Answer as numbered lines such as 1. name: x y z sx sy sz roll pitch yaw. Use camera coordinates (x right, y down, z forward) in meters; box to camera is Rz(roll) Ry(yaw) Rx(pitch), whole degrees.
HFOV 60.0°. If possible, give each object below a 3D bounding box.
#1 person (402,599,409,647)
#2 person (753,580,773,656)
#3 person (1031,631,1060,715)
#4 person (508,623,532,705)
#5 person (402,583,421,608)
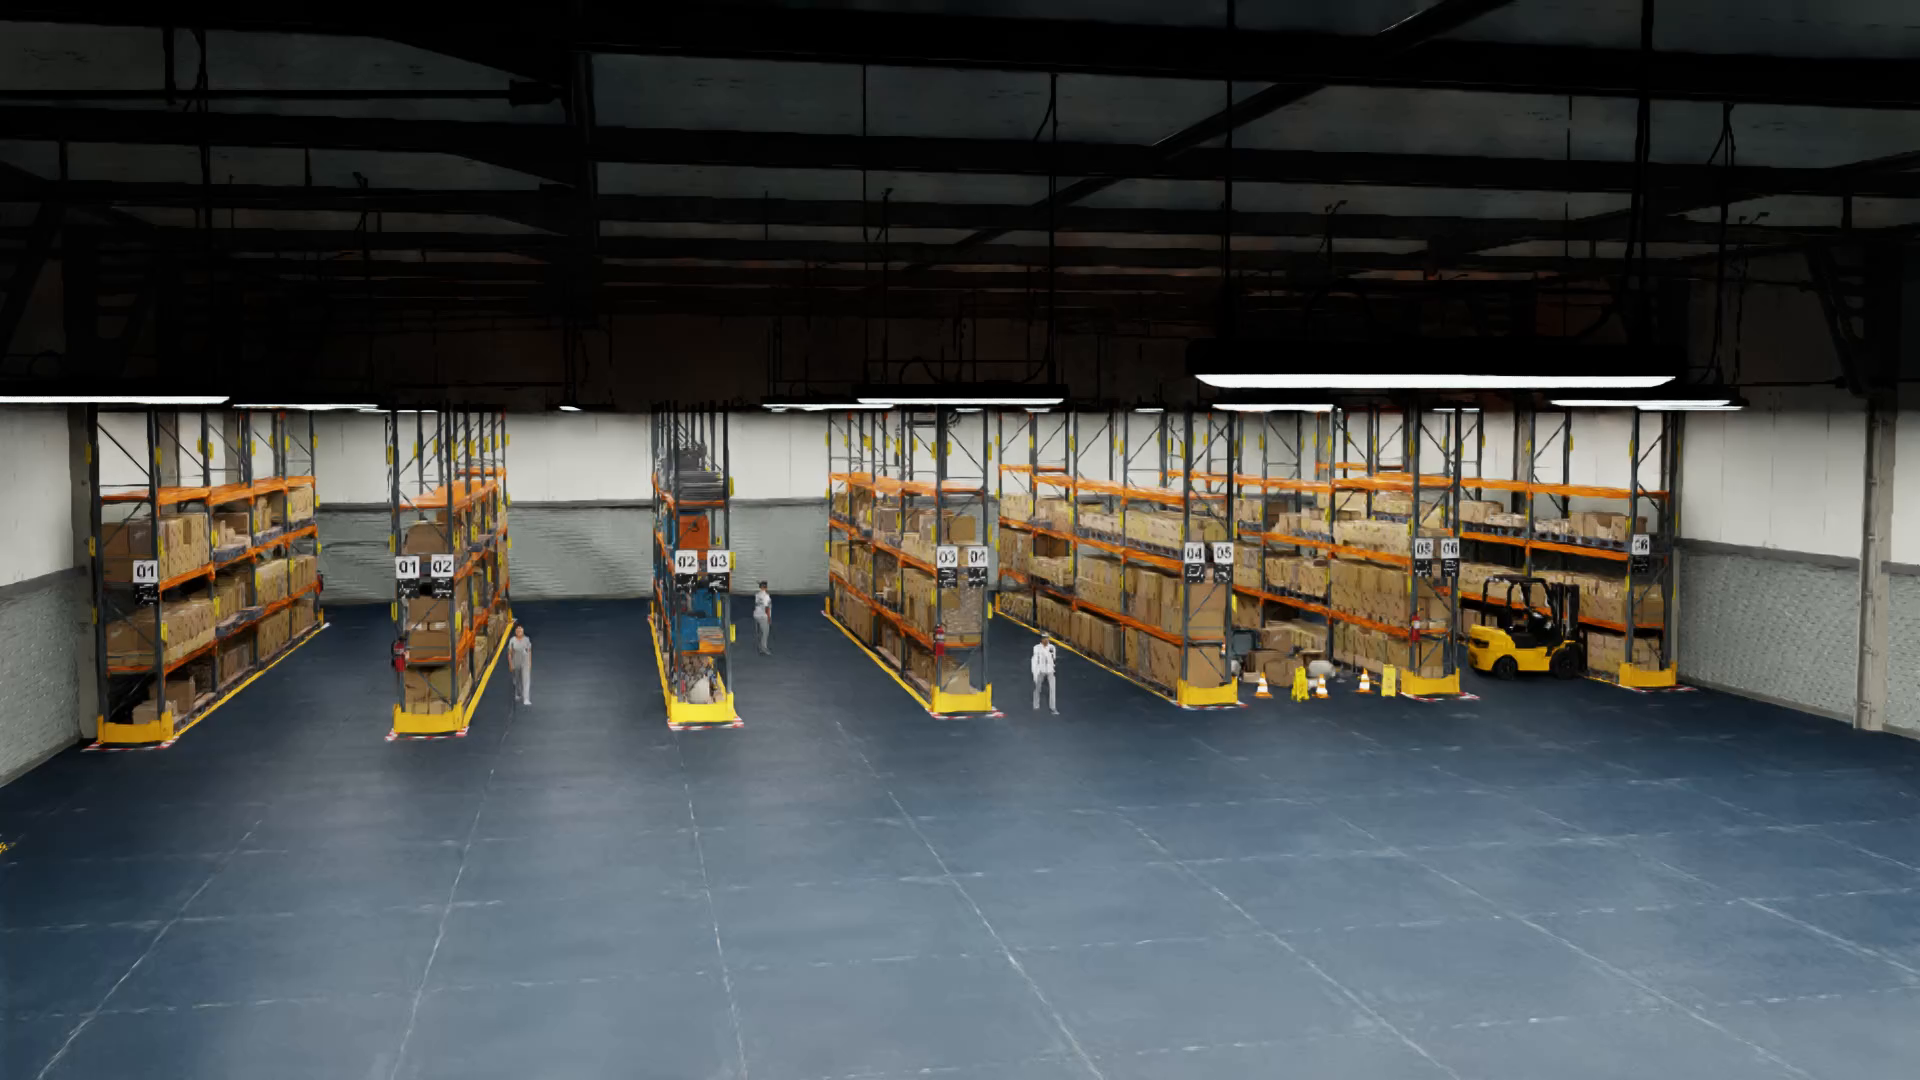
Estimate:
1. person: -13.456 1.901 40.607 0.566 1.541 0.519 -1 4 -14
2. person: -4.644 1.846 39.606 0.492 1.767 0.611 -3 5 -36
3. person: 1.609 2.514 31.806 0.495 1.587 1.086 -1 4 -9
4. person: -8.705 2.428 32.876 0.449 1.586 1.099 -1 4 -14
5. person: -15.948 1.175 48.530 0.463 1.761 0.720 2 5 22
